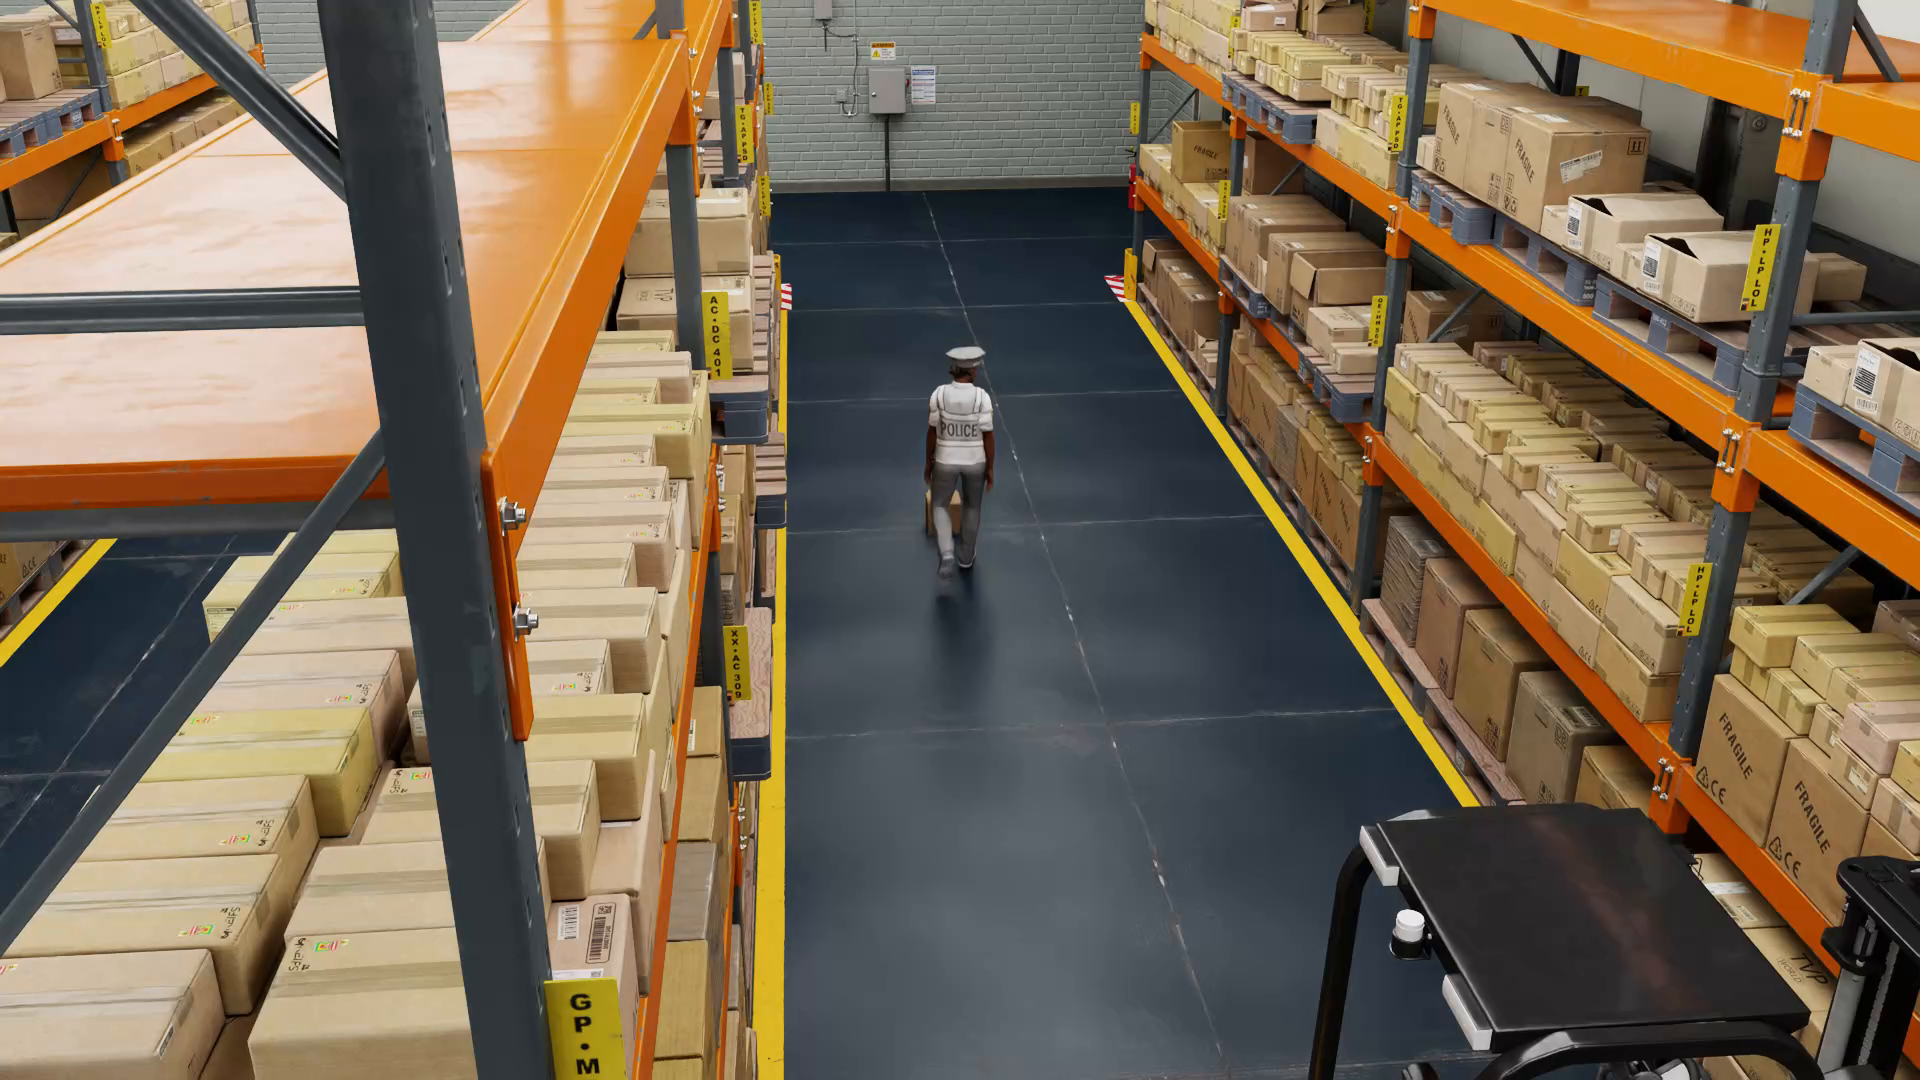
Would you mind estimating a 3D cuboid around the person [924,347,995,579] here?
[{"bbox_3d":[-0.006,-0.516,11.447,0.486,1.640,0.734,1,24,2],"label":"person"}]
